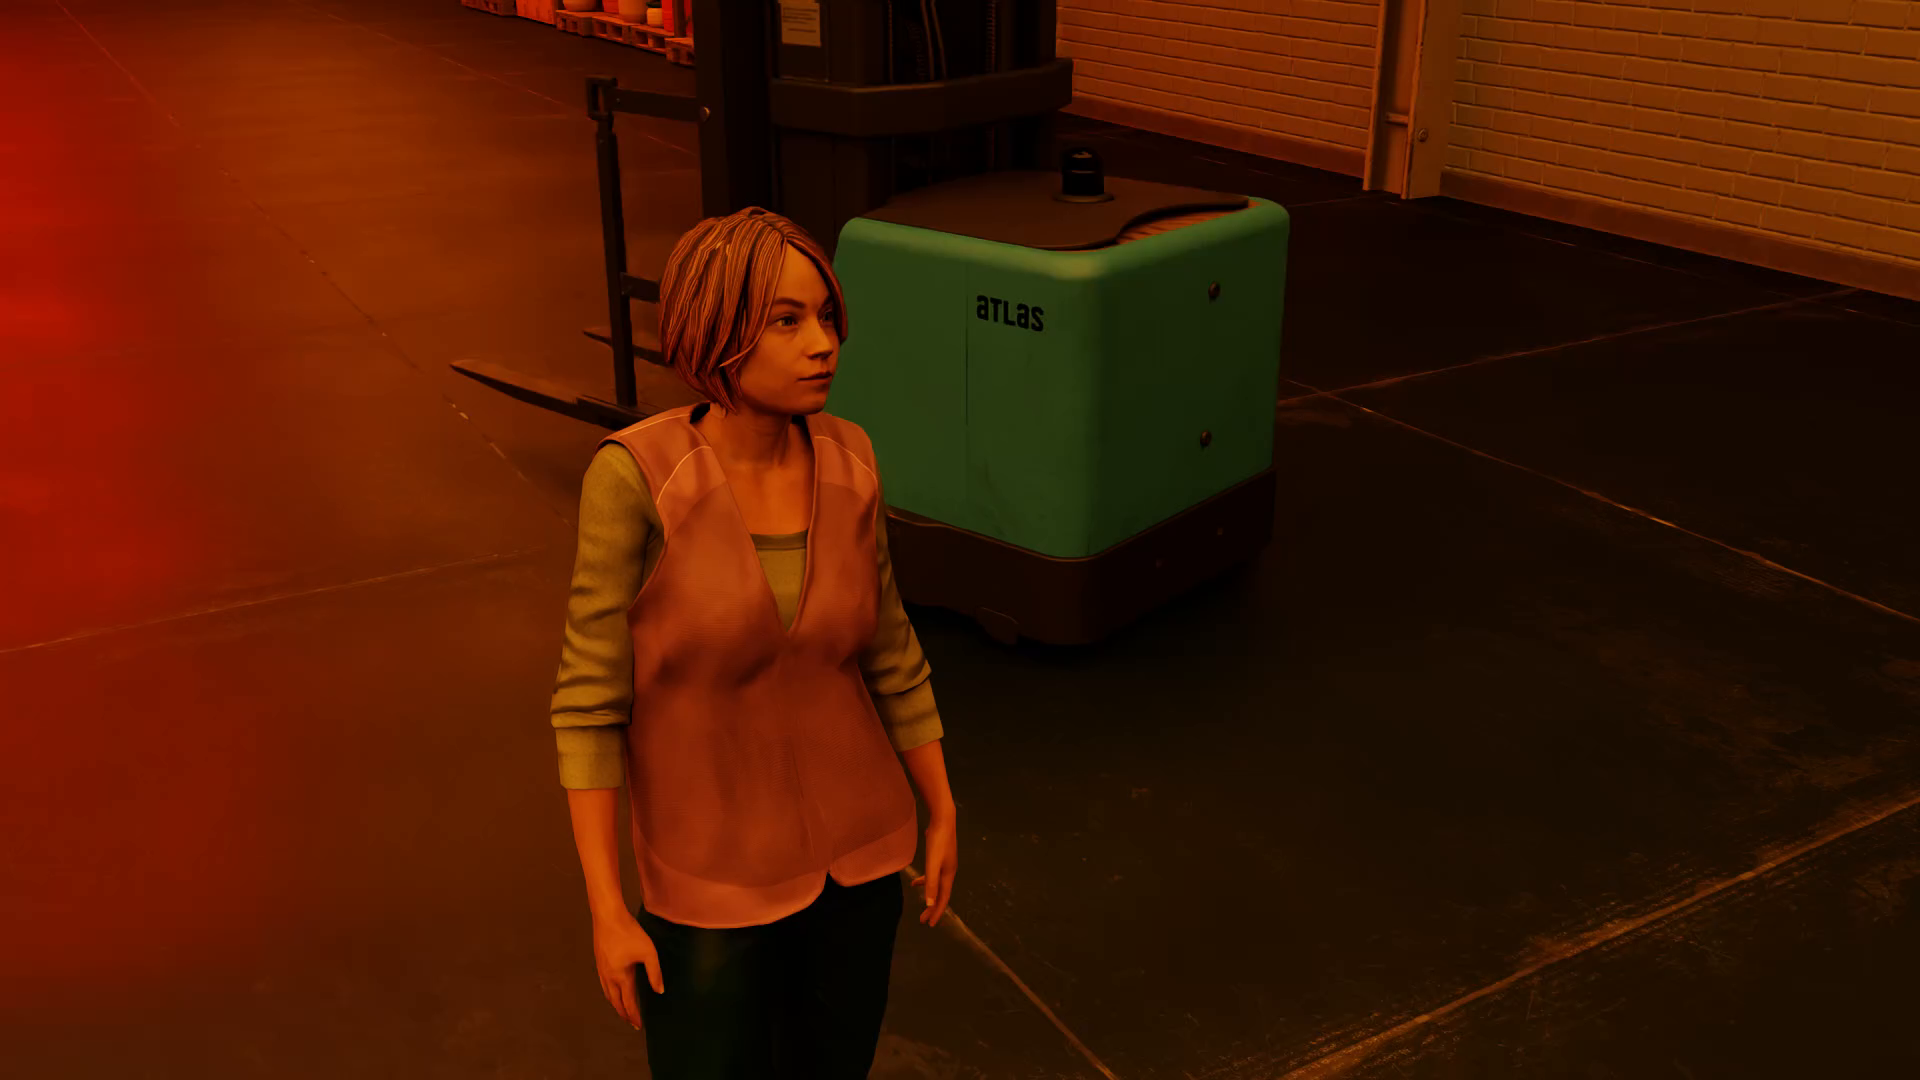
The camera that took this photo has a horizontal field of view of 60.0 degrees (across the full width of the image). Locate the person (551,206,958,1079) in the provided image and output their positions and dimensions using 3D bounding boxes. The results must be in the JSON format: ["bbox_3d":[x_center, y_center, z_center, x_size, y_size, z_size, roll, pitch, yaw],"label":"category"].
[{"bbox_3d":[-0.193,0.432,1.959,0.521,1.597,0.475,-15,27,-33],"label":"person"}]

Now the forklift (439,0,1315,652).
[{"bbox_3d":[-0.481,-1.497,4.922,3.031,2.935,1.130,16,27,34],"label":"forklift"}]
